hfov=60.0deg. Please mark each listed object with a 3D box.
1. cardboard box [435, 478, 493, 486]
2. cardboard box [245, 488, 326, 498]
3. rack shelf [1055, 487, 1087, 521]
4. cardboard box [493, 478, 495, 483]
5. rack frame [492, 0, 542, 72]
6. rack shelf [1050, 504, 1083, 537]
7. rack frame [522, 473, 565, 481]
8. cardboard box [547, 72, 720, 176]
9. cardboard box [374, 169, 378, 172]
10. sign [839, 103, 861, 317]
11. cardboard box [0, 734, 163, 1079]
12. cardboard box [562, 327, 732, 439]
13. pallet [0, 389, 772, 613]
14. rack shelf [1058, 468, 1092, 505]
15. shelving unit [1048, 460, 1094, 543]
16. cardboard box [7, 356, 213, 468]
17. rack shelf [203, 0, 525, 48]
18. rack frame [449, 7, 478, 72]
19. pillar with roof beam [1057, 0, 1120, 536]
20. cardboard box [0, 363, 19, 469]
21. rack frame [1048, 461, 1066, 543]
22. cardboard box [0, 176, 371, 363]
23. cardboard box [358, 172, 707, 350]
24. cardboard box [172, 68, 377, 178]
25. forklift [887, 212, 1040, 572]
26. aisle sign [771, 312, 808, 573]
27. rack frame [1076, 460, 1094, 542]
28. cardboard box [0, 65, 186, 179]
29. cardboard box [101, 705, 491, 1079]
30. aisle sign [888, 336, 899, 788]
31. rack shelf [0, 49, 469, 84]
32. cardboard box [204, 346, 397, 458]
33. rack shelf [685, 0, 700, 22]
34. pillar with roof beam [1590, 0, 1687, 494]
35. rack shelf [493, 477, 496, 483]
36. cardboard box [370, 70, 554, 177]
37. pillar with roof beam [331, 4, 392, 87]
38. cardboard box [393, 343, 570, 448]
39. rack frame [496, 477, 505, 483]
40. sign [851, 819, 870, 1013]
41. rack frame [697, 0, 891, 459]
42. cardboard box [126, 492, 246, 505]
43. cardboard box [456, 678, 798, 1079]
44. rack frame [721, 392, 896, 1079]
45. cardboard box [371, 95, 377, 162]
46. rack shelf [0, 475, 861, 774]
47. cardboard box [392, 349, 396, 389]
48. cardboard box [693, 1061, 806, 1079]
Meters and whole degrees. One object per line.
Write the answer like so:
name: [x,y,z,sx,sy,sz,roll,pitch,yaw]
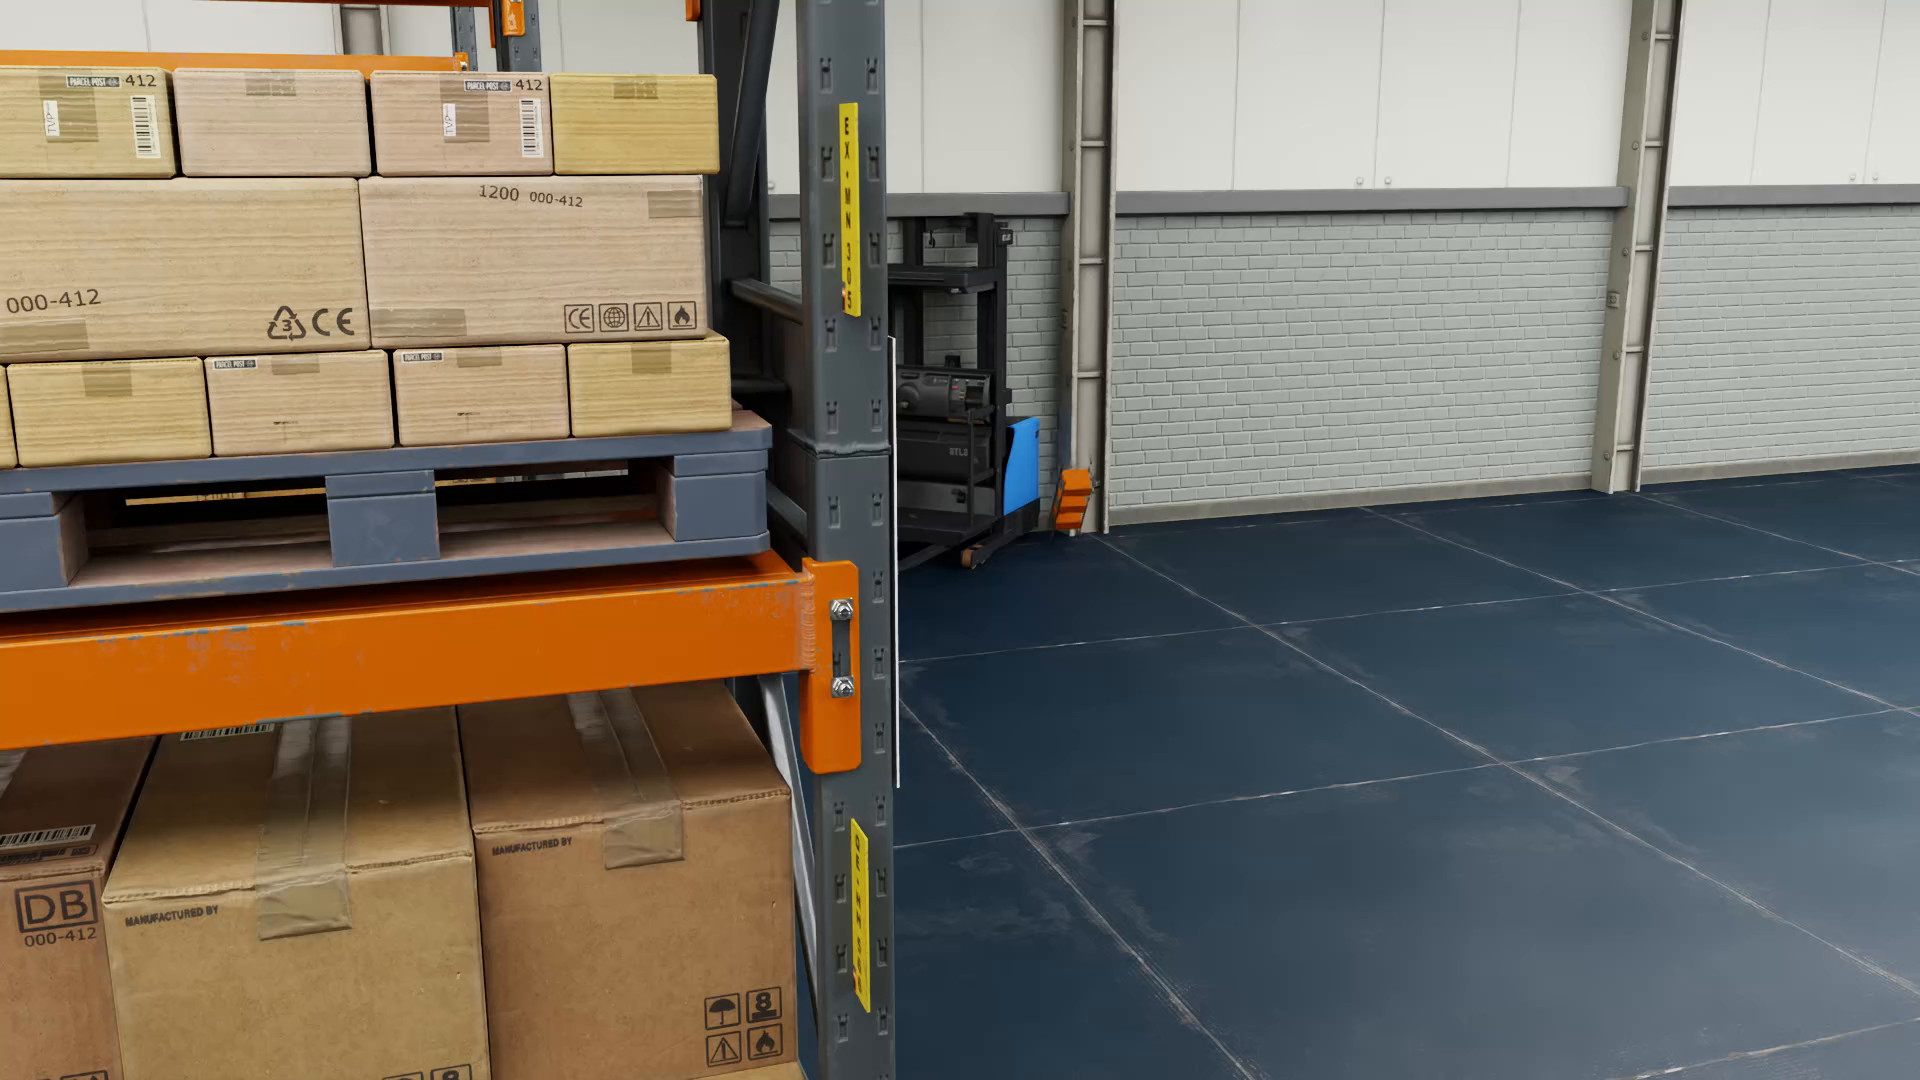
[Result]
cardboard box: [-2.423,-0.460,7.575,0.500,0.500,0.700,-5,14,-19]
cardboard box: [-2.905,-0.424,7.425,0.500,0.500,0.700,-4,14,-18]
rack shelf: [0.966,-0.322,14.592,0.240,0.215,0.259,-2,-30,-6]
cardboard box: [-2.546,-0.085,8.159,0.500,0.500,0.500,-5,14,-19]
rack frame: [-2.009,-2.784,7.402,0.127,3.000,1.000,-4,14,-18]
rack shelf: [0.946,-0.183,14.832,0.240,0.215,0.259,-2,-30,-6]
rack frame: [-2.009,0.134,8.096,0.127,3.000,1.000,-4,14,-18]
cardboard box: [-0.545,-0.666,2.676,0.250,0.149,0.380,-4,14,-18]
cardboard box: [-0.873,-0.592,3.226,0.500,0.250,0.500,-4,14,-18]
sign: [-0.174,-0.519,2.618,0.005,0.325,0.100,-4,14,-18]
cardboard box: [-1.764,0.705,3.038,0.550,0.550,0.875,-4,14,-18]
cardboard box: [-0.541,-0.279,2.770,0.250,0.149,0.380,-4,14,-18]
pallet: [-1.034,-0.147,2.987,1.213,0.211,1.003,-4,14,-18]
rack shelf: [0.988,-0.465,14.348,0.240,0.215,0.259,-2,-30,-6]
shelving unit: [0.967,-0.328,14.583,0.252,0.215,1.050,-2,-30,-6]
cardboard box: [-1.263,-0.223,2.534,0.250,0.149,0.380,-4,14,-18]
rack shelf: [-3.904,-2.285,6.865,4.000,0.370,1.077,-4,14,-18]
rack frame: [-3.595,-3.873,11.978,0.127,3.000,1.000,-4,14,-18]
pillar with roof beam: [2.517,-3.518,10.485,0.400,9.000,9.100,-4,14,-18]
cardboard box: [-1.506,-0.204,2.454,0.250,0.149,0.380,-5,14,-19]
rack frame: [0.846,-0.323,14.570,0.008,0.200,1.050,-2,-30,-6]
cardboard box: [-1.183,-0.437,2.575,0.500,0.250,0.500,-4,14,-18]
cardboard box: [-0.709,-0.474,2.730,0.500,0.250,0.500,-4,14,-17]
cardboard box: [-1.025,-0.629,2.520,0.250,0.149,0.380,-4,14,-17]
forklift: [-0.256,-1.293,14.245,1.130,2.935,3.031,6,15,23]
aisle sign: [-0.363,-0.123,3.561,0.004,0.787,0.394,-4,14,-18]
rack frame: [1.088,-0.332,14.596,0.008,0.200,1.050,-2,-30,-6]
cardboard box: [-1.270,-0.610,2.438,0.250,0.149,0.380,-4,14,-17]
cardboard box: [-1.190,0.694,3.086,0.550,0.550,0.875,-4,14,-18]
aisle sign: [-0.171,0.008,3.008,0.004,0.787,0.394,-4,14,-18]
rack shelf: [-5.491,-3.181,11.487,4.000,0.370,1.077,-4,14,-18]
cardboard box: [-1.023,-0.241,2.612,0.250,0.149,0.380,-4,14,-17]
rack shelf: [-2.230,-1.014,2.378,4.000,0.370,1.077,-4,14,-18]
pillar with roof beam: [8.204,-3.960,12.347,0.400,9.000,9.100,-4,14,-18]
rack shelf: [-5.491,-0.457,12.135,4.000,0.370,1.077,-4,14,-18]
cardboard box: [-0.782,-0.648,2.599,0.250,0.149,0.380,-4,14,-18]
pillar with roof beam: [-3.170,-3.075,8.623,0.400,9.000,9.100,-4,14,-18]
cardboard box: [-0.780,-0.260,2.692,0.250,0.149,0.380,-4,14,-18]
rack frame: [-3.595,-0.954,12.672,0.127,3.000,1.000,-4,14,-18]
sign: [-0.174,0.654,2.898,0.005,0.325,0.100,-4,14,-18]
rack frame: [-0.334,-1.706,2.869,0.127,3.000,1.000,-4,14,-18]
cardboard box: [-3.356,-0.364,7.172,0.500,0.500,0.700,-5,14,-19]
cardboard box: [-0.698,0.633,3.342,0.550,0.550,0.875,-4,14,-18]
rack frame: [-0.334,1.212,3.564,0.127,3.000,1.000,-4,14,-18]
cardboard box: [-1.232,-0.773,3.126,0.250,0.149,0.380,-5,14,-19]
rack shelf: [-2.230,0.251,2.679,4.000,0.370,1.077,-4,14,-18]
cardboard box: [-1.003,-0.404,3.295,0.250,0.149,0.380,-4,14,-18]
cardboard box: [-0.671,1.177,3.389,0.550,0.550,0.875,-4,14,-18]
